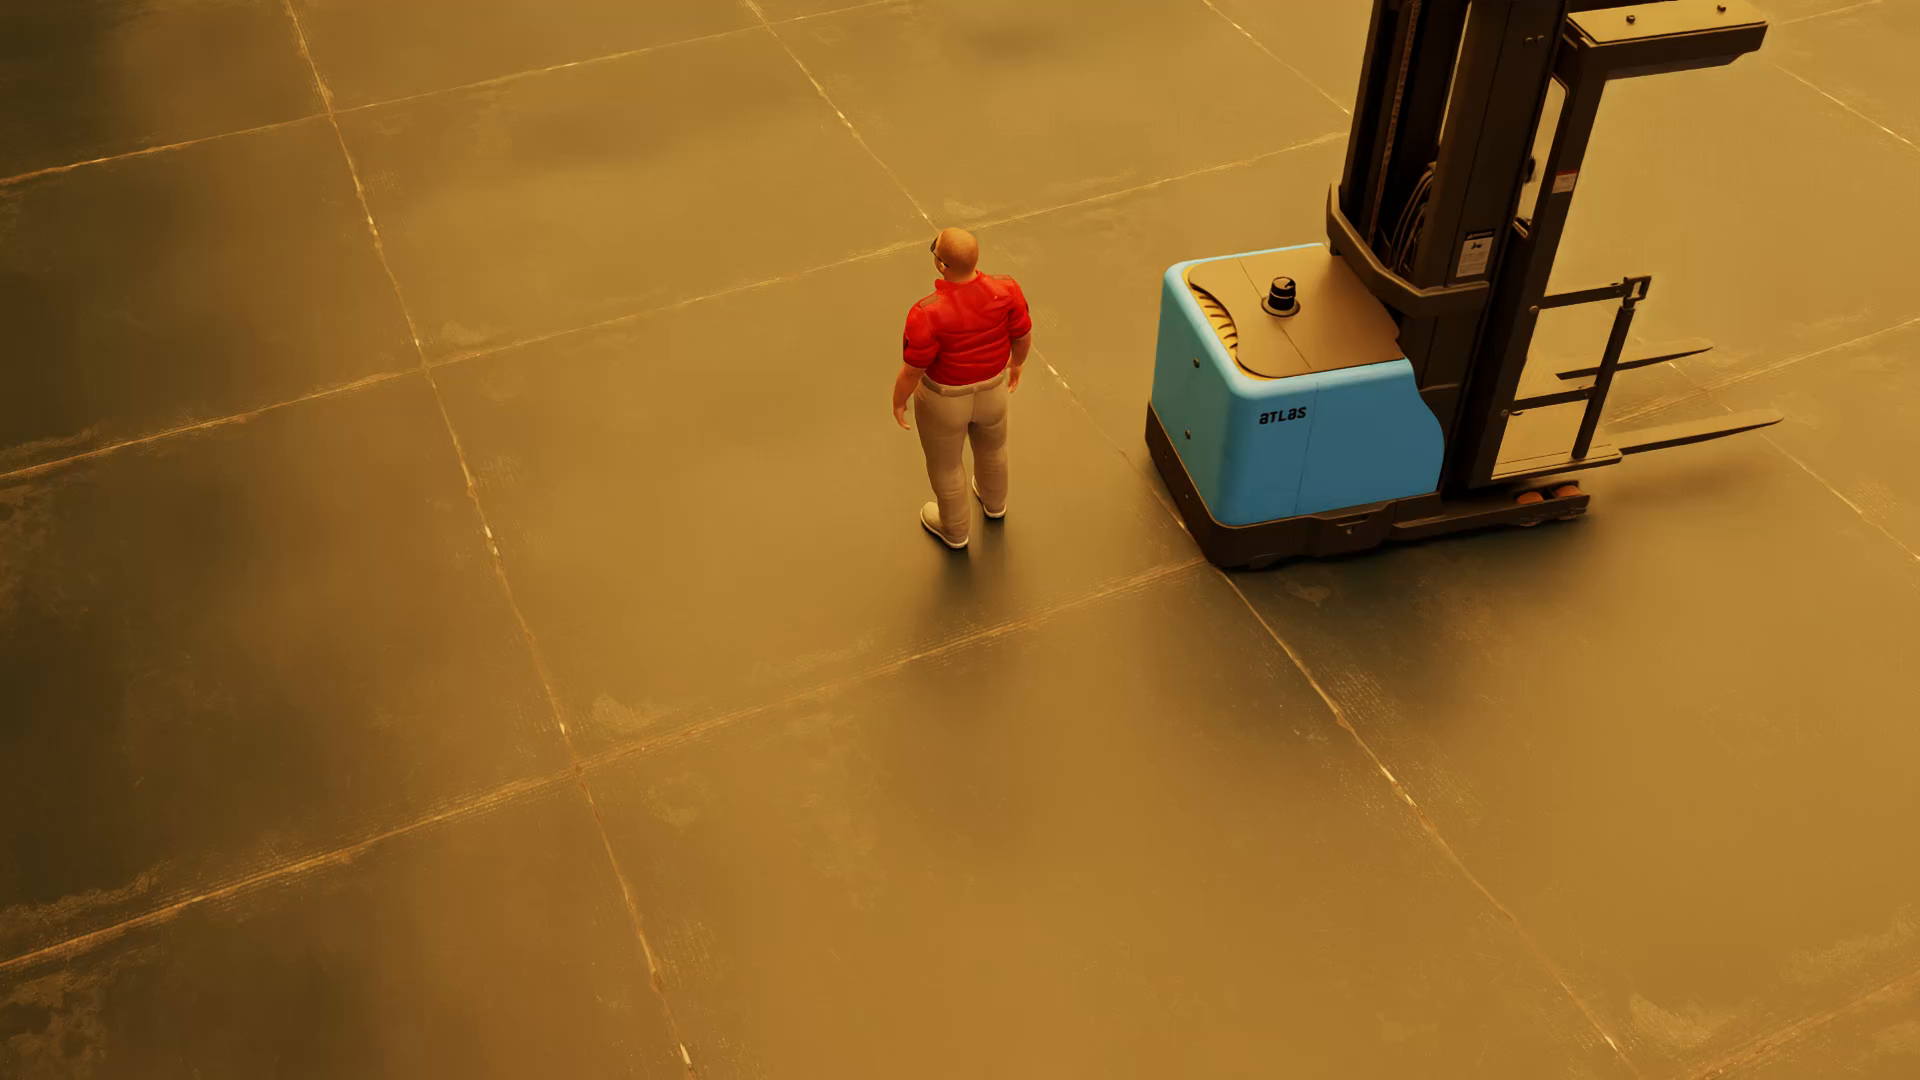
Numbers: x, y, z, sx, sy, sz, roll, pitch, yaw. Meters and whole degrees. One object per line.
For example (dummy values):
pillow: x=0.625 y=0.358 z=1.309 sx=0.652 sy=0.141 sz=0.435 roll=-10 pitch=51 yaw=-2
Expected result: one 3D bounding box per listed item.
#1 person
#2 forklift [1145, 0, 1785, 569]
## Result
person: x=-0.027 y=-0.697 z=7.296 sx=0.641 sy=1.728 sz=0.550 roll=-18 pitch=46 yaw=-18
forklift: x=2.492 y=-1.478 z=7.264 sx=3.031 sy=2.935 sz=1.130 roll=-10 pitch=44 yaw=-10
